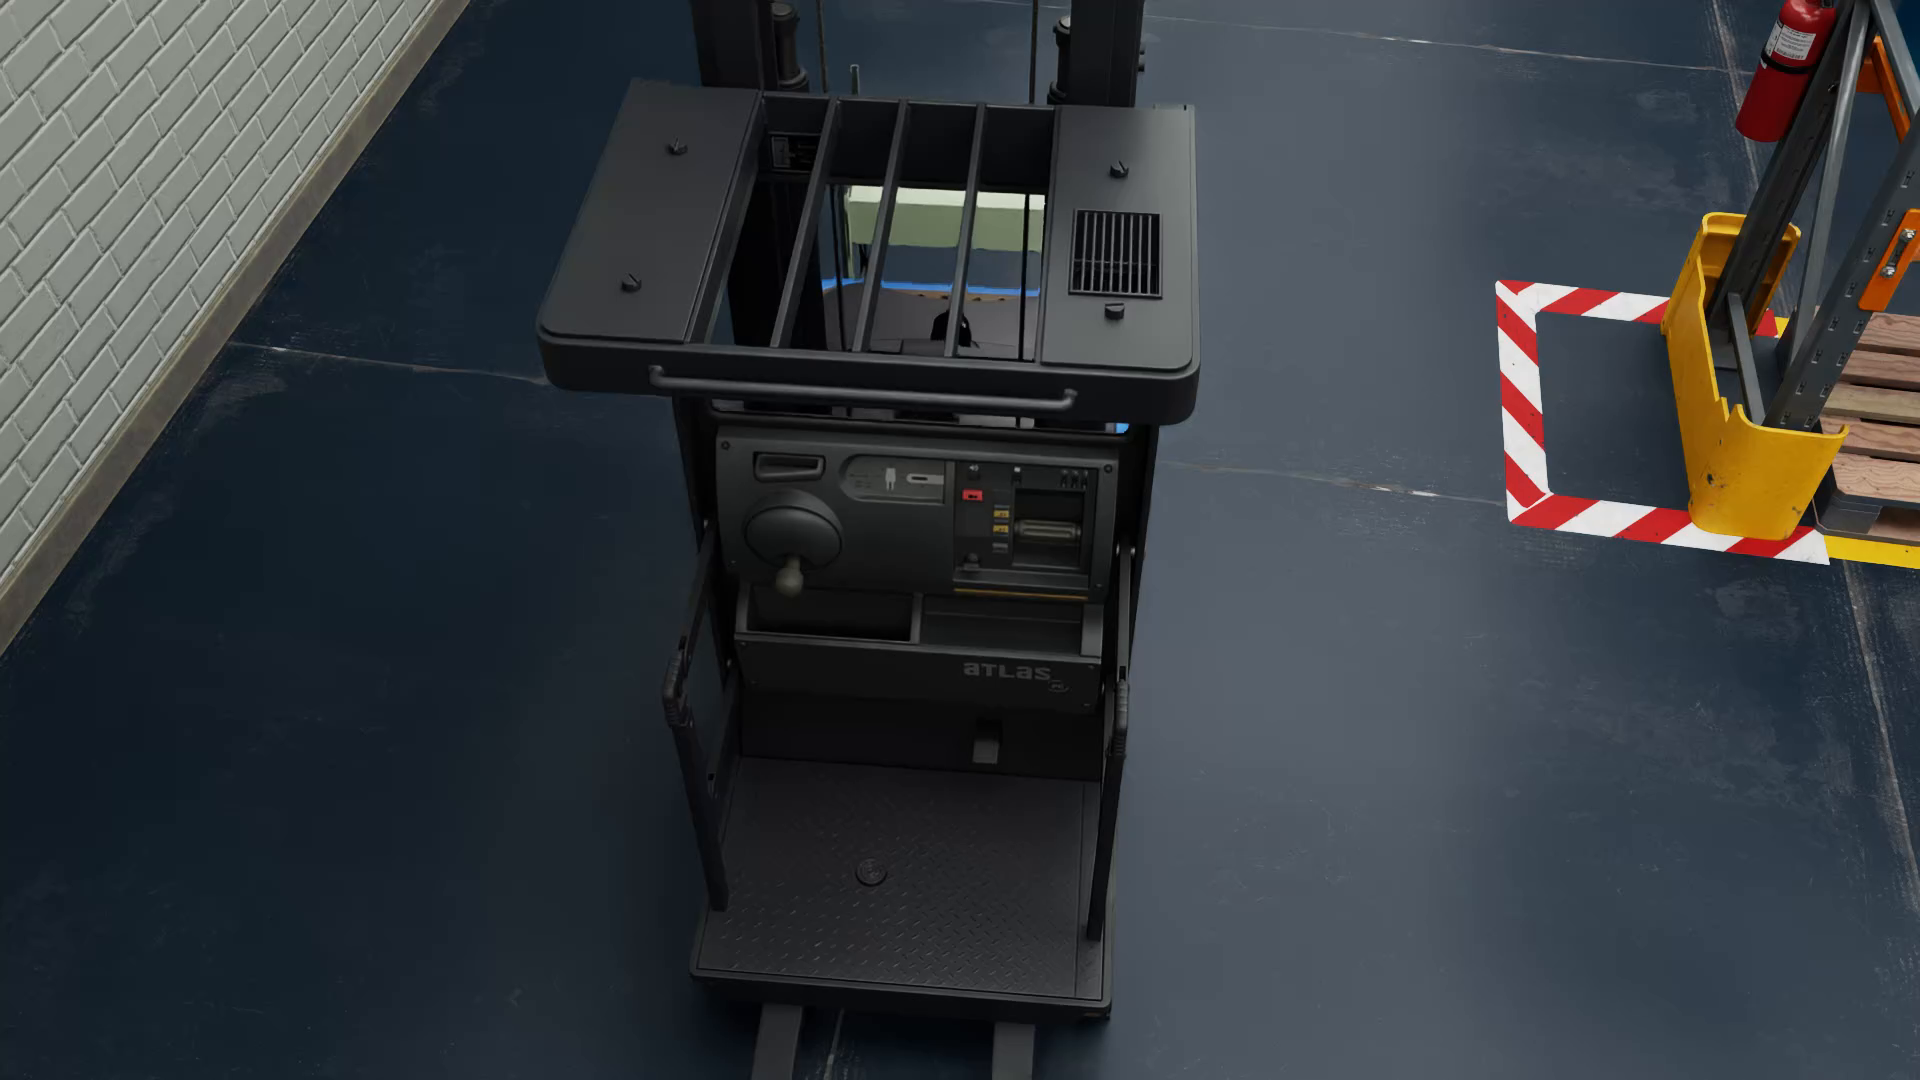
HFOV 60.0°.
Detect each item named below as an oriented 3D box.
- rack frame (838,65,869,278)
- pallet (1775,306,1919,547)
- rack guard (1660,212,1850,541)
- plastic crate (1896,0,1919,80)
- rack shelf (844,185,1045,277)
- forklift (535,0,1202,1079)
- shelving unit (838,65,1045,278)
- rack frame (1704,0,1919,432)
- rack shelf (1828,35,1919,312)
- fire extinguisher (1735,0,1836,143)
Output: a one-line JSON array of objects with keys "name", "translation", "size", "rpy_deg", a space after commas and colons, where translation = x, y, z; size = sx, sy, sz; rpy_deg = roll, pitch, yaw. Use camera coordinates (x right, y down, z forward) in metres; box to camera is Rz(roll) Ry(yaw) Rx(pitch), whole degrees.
[{"name": "rack frame", "translation": [-0.332, -0.786, 5.448], "size": [0.023, 1.500, 0.400], "rpy_deg": [3, 48, 3]}, {"name": "pallet", "translation": [3.648, -0.378, 5.948], "size": [1.213, 0.211, 1.003], "rpy_deg": [8, 49, 7]}, {"name": "rack guard", "translation": [2.817, -0.606, 5.958], "size": [0.348, 0.500, 1.175], "rpy_deg": [8, 49, 7]}, {"name": "plastic crate", "translation": [3.206, -1.572, 5.082], "size": [0.499, 0.435, 0.616], "rpy_deg": [8, 49, 7]}, {"name": "rack shelf", "translation": [0.033, -1.027, 5.140], "size": [0.720, 0.370, 0.431], "rpy_deg": [3, 48, 3]}, {"name": "forklift", "translation": [-0.120, 0.056, 3.729], "size": [1.130, 2.935, 3.031], "rpy_deg": [4, 48, 3]}, {"name": "shelving unit", "translation": [0.033, -0.766, 5.430], "size": [0.755, 1.500, 0.431], "rpy_deg": [3, 48, 3]}, {"name": "rack frame", "translation": [2.843, -1.448, 5.034], "size": [0.127, 3.000, 1.000], "rpy_deg": [8, 49, 7]}, {"name": "rack shelf", "translation": [4.811, -0.943, 5.064], "size": [4.000, 0.370, 1.077], "rpy_deg": [8, 49, 7]}, {"name": "fire extinguisher", "translation": [2.775, -1.650, 5.518], "size": [0.183, 0.674, 0.296], "rpy_deg": [8, 49, 7]}]
